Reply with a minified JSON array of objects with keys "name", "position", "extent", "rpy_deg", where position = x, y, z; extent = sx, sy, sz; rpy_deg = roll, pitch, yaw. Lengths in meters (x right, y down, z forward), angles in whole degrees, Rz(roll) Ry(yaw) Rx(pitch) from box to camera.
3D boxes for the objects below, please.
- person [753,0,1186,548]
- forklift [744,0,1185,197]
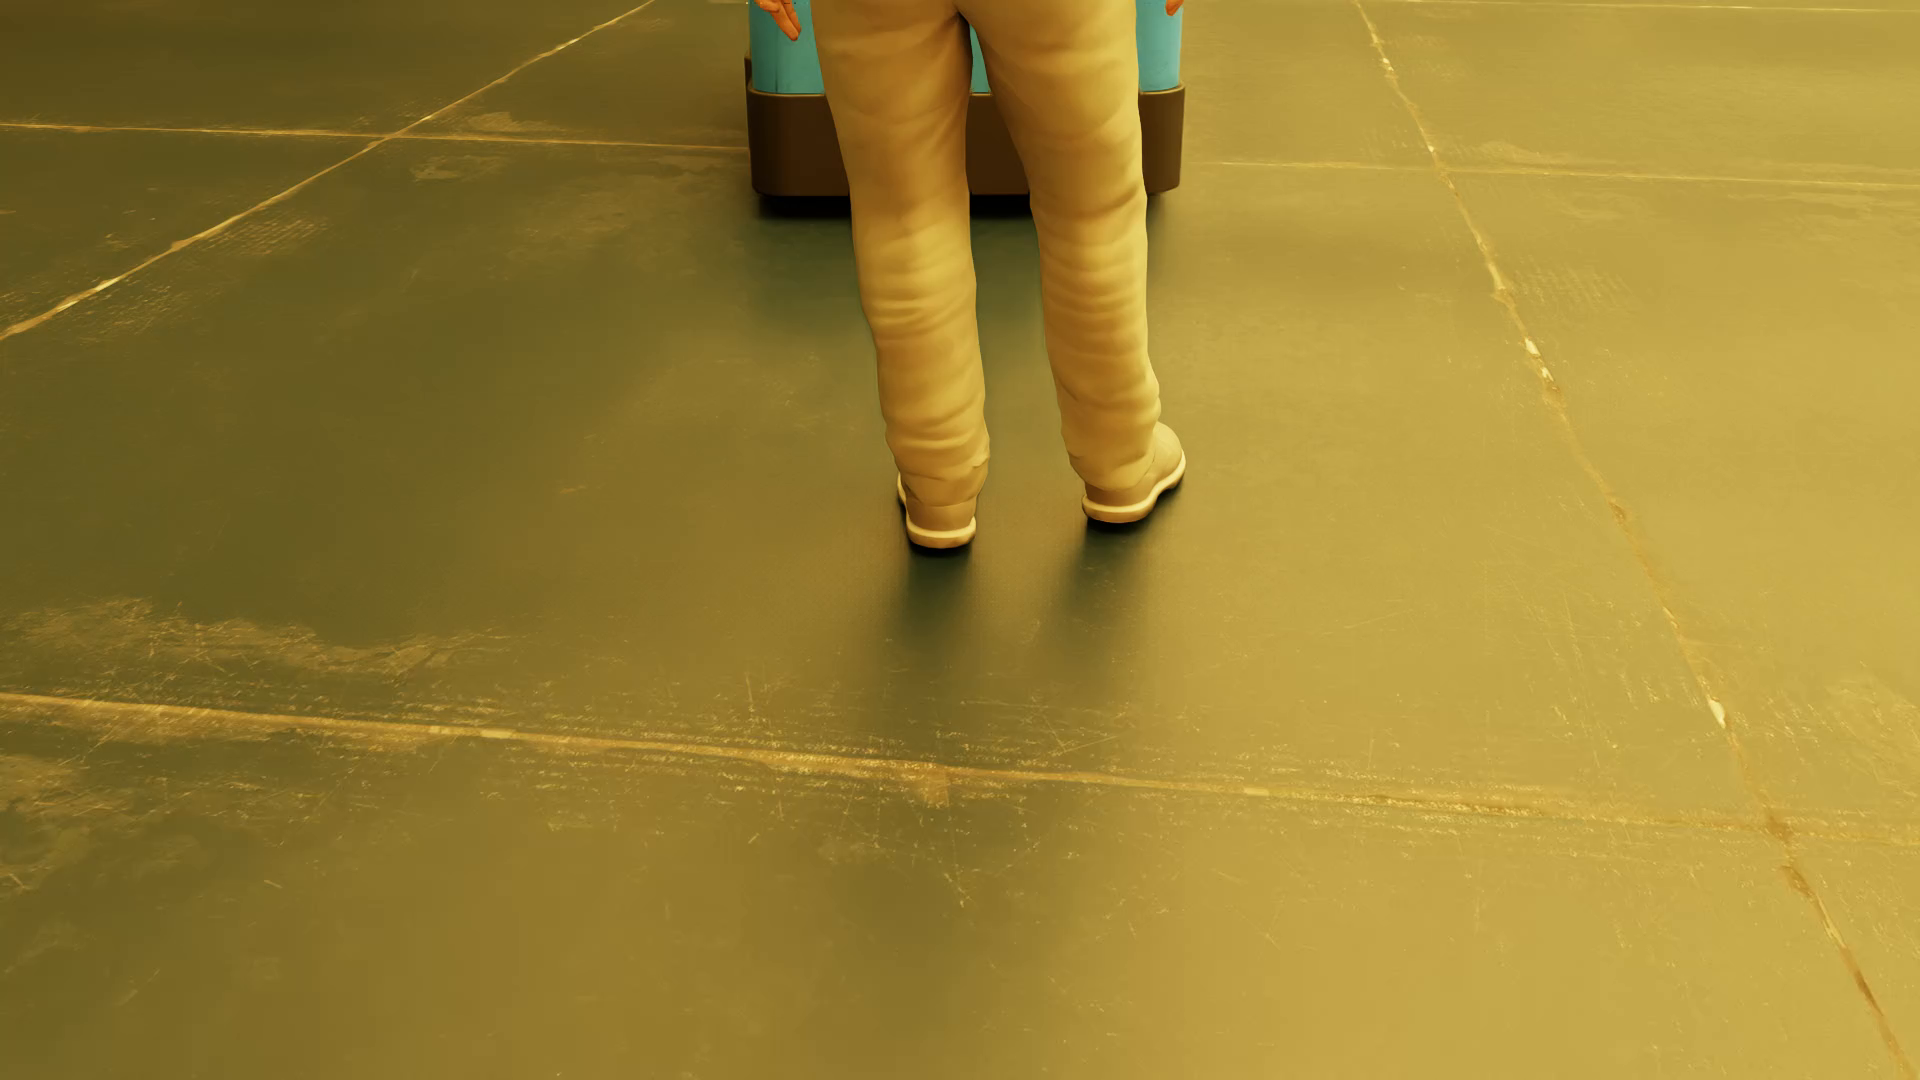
[{"name":"person","position":[0.021,-0.839,2.167],"extent":[0.641,1.781,0.574],"rpy_deg":[3,27,7]},{"name":"forklift","position":[-0.030,-2.751,4.732],"extent":[1.130,2.935,3.031],"rpy_deg":[-1,27,-2]}]
